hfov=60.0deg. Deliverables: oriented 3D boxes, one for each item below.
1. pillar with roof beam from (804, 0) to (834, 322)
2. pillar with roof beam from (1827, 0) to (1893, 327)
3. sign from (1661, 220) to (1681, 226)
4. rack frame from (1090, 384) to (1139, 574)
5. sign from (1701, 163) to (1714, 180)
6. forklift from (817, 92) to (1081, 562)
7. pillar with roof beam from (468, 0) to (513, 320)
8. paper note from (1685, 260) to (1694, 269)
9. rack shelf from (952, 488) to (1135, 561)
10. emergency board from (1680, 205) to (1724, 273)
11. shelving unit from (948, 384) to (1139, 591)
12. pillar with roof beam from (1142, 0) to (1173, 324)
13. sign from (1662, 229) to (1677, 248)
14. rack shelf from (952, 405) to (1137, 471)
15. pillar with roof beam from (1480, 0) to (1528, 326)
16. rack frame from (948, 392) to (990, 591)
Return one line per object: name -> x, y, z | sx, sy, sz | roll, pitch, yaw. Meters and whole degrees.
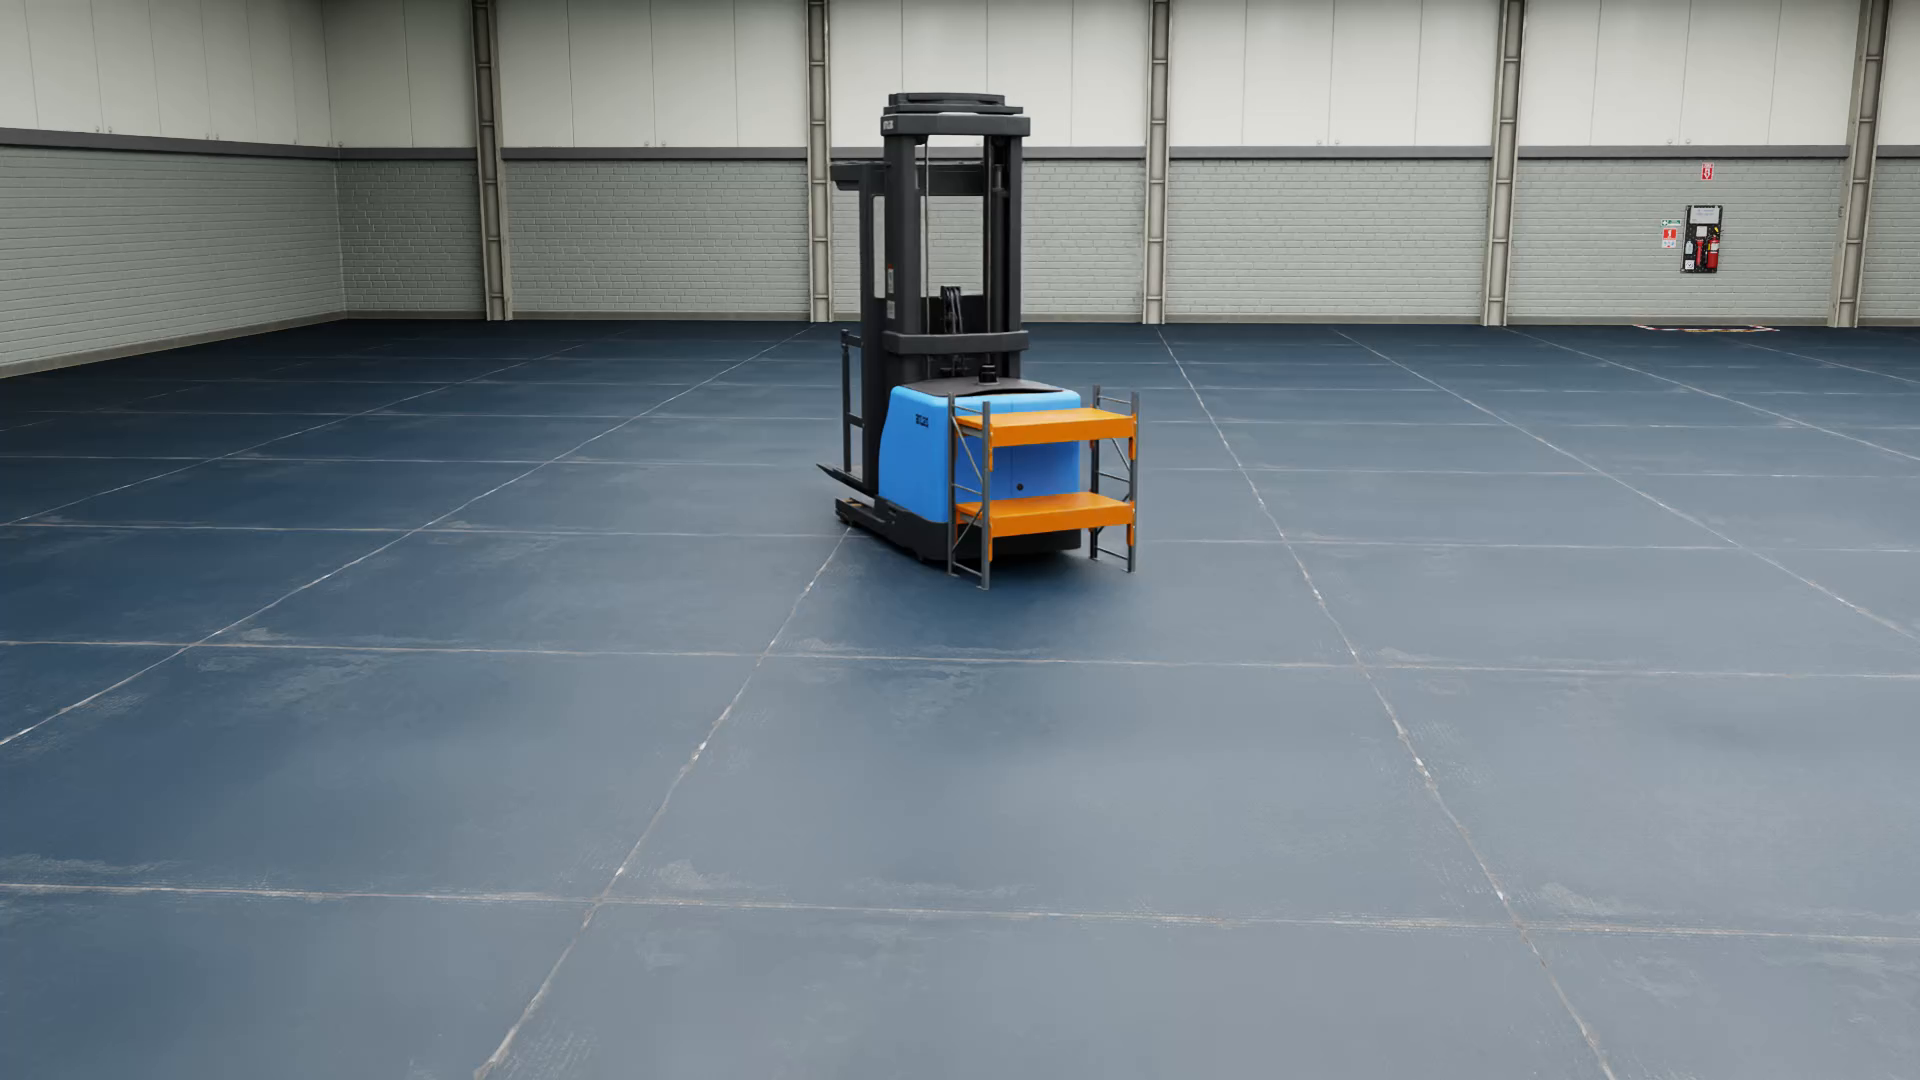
pillar with roof beam -> -2.796, -7.510, 25.193 | 0.400, 9.000, 9.100 | 1, 12, 4
pillar with roof beam -> 15.164, -7.264, 24.015 | 0.400, 9.000, 9.100 | 1, 12, 4
sign -> 12.448, -5.552, 29.103 | 0.331, 0.109, 0.001 | 1, 12, 4
rack frame -> 0.961, -0.388, 10.375 | 0.032, 1.125, 0.500 | -6, 13, -26
sign -> 12.987, -6.404, 28.893 | 0.199, 0.298, 0.001 | 1, 12, 4
forklift -> -0.243, -1.557, 11.555 | 1.130, 2.935, 3.031 | -5, 13, -22
pillar with roof beam -> -8.782, -7.592, 25.585 | 0.400, 9.000, 9.100 | 1, 12, 4
paper note -> 12.817, -4.834, 29.202 | 0.142, 0.148, 0.016 | 1, 12, 4
rack shelf -> 0.505, -0.102, 10.204 | 1.000, 0.278, 0.538 | -6, 13, -26
emergency board -> 12.989, -5.249, 29.033 | 0.643, 1.169, 0.194 | 1, 12, 4
shelving unit -> 0.505, -0.342, 10.154 | 1.048, 1.125, 0.538 | -6, 13, -26
pillar with roof beam -> 3.191, -7.428, 24.800 | 0.400, 9.000, 9.100 | 1, 12, 4
sign -> 12.444, -5.295, 29.166 | 0.234, 0.329, 0.001 | 1, 12, 4
rack shelf -> 0.505, -0.628, 10.094 | 1.000, 0.278, 0.538 | -6, 13, -26
pillar with roof beam -> 9.177, -7.346, 24.408 | 0.400, 9.000, 9.100 | 1, 12, 4
rack frame -> 0.050, -0.295, 9.933 | 0.032, 1.125, 0.500 | -6, 13, -26
